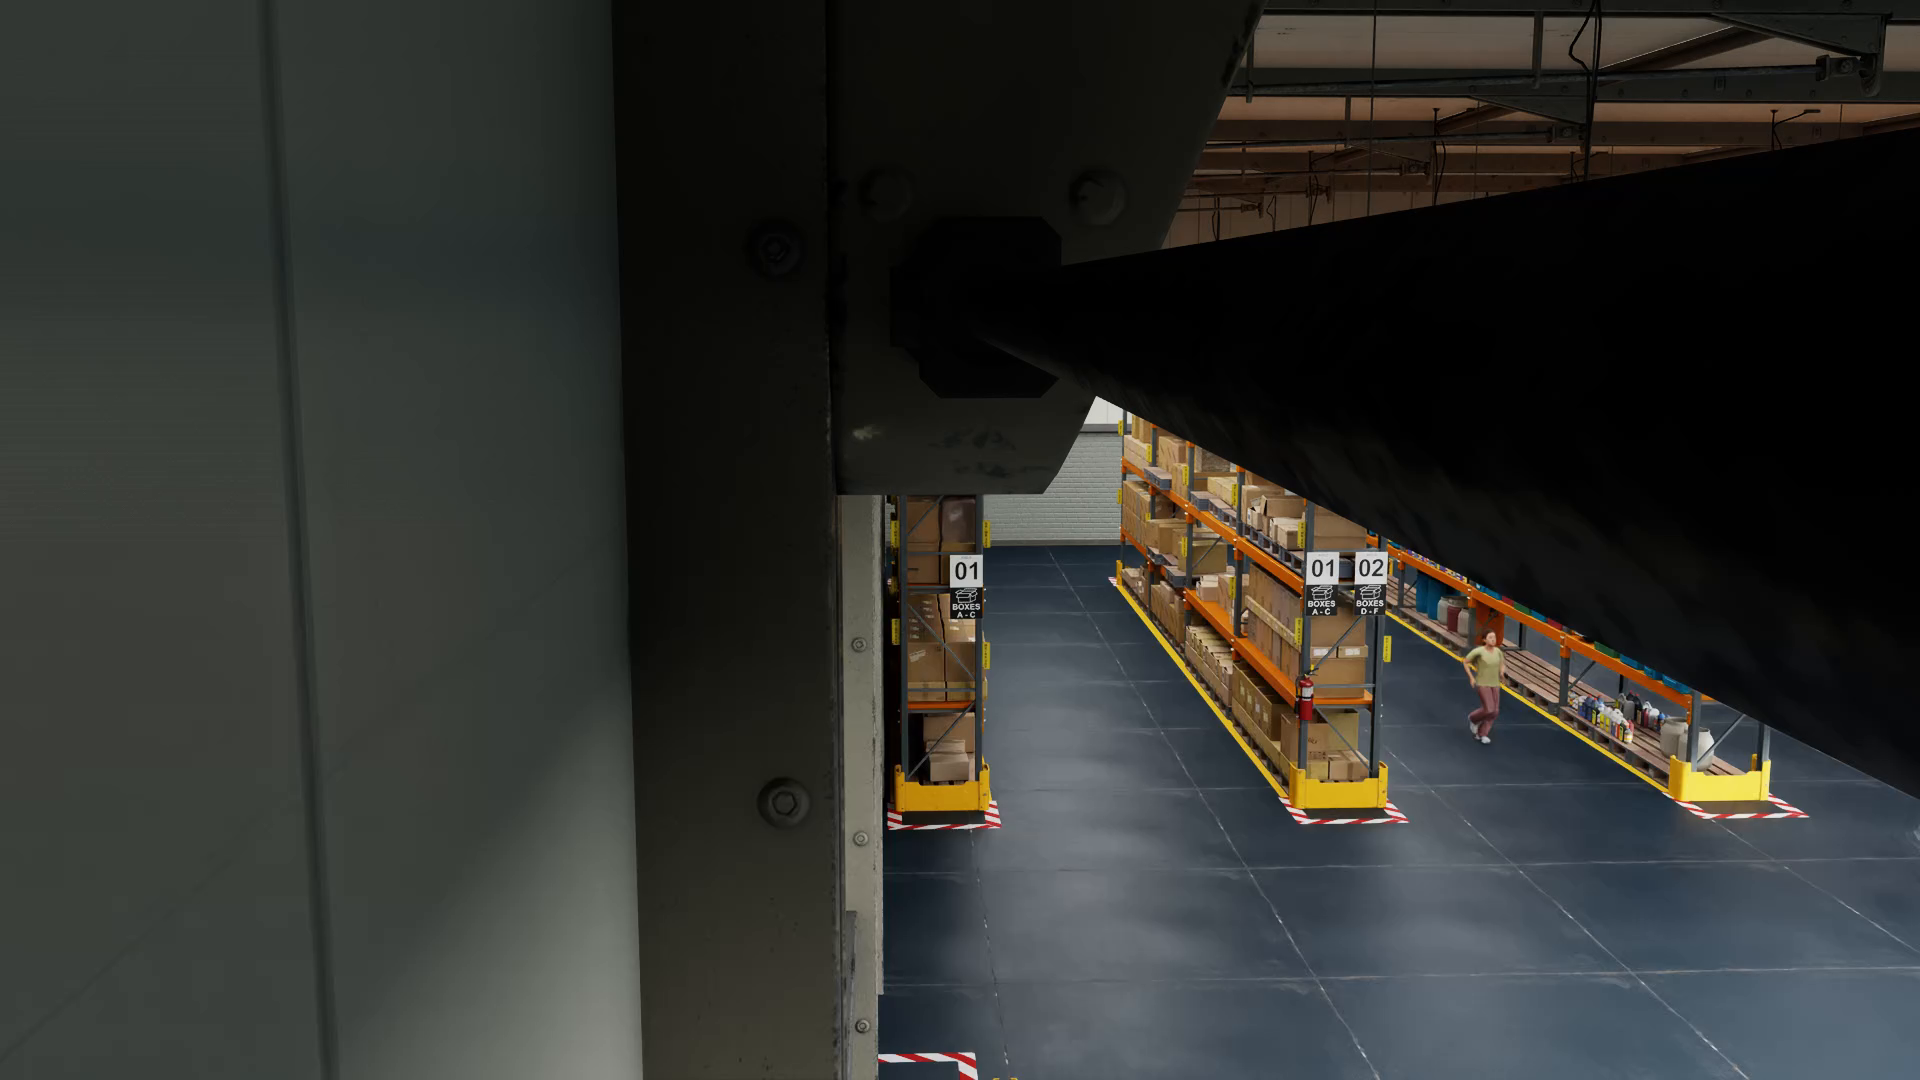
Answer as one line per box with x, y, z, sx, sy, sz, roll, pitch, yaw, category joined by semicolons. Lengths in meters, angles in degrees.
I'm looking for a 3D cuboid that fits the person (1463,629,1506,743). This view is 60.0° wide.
7.472;2.070;23.530;0.581;1.630;0.540;-2;9;-15;person
